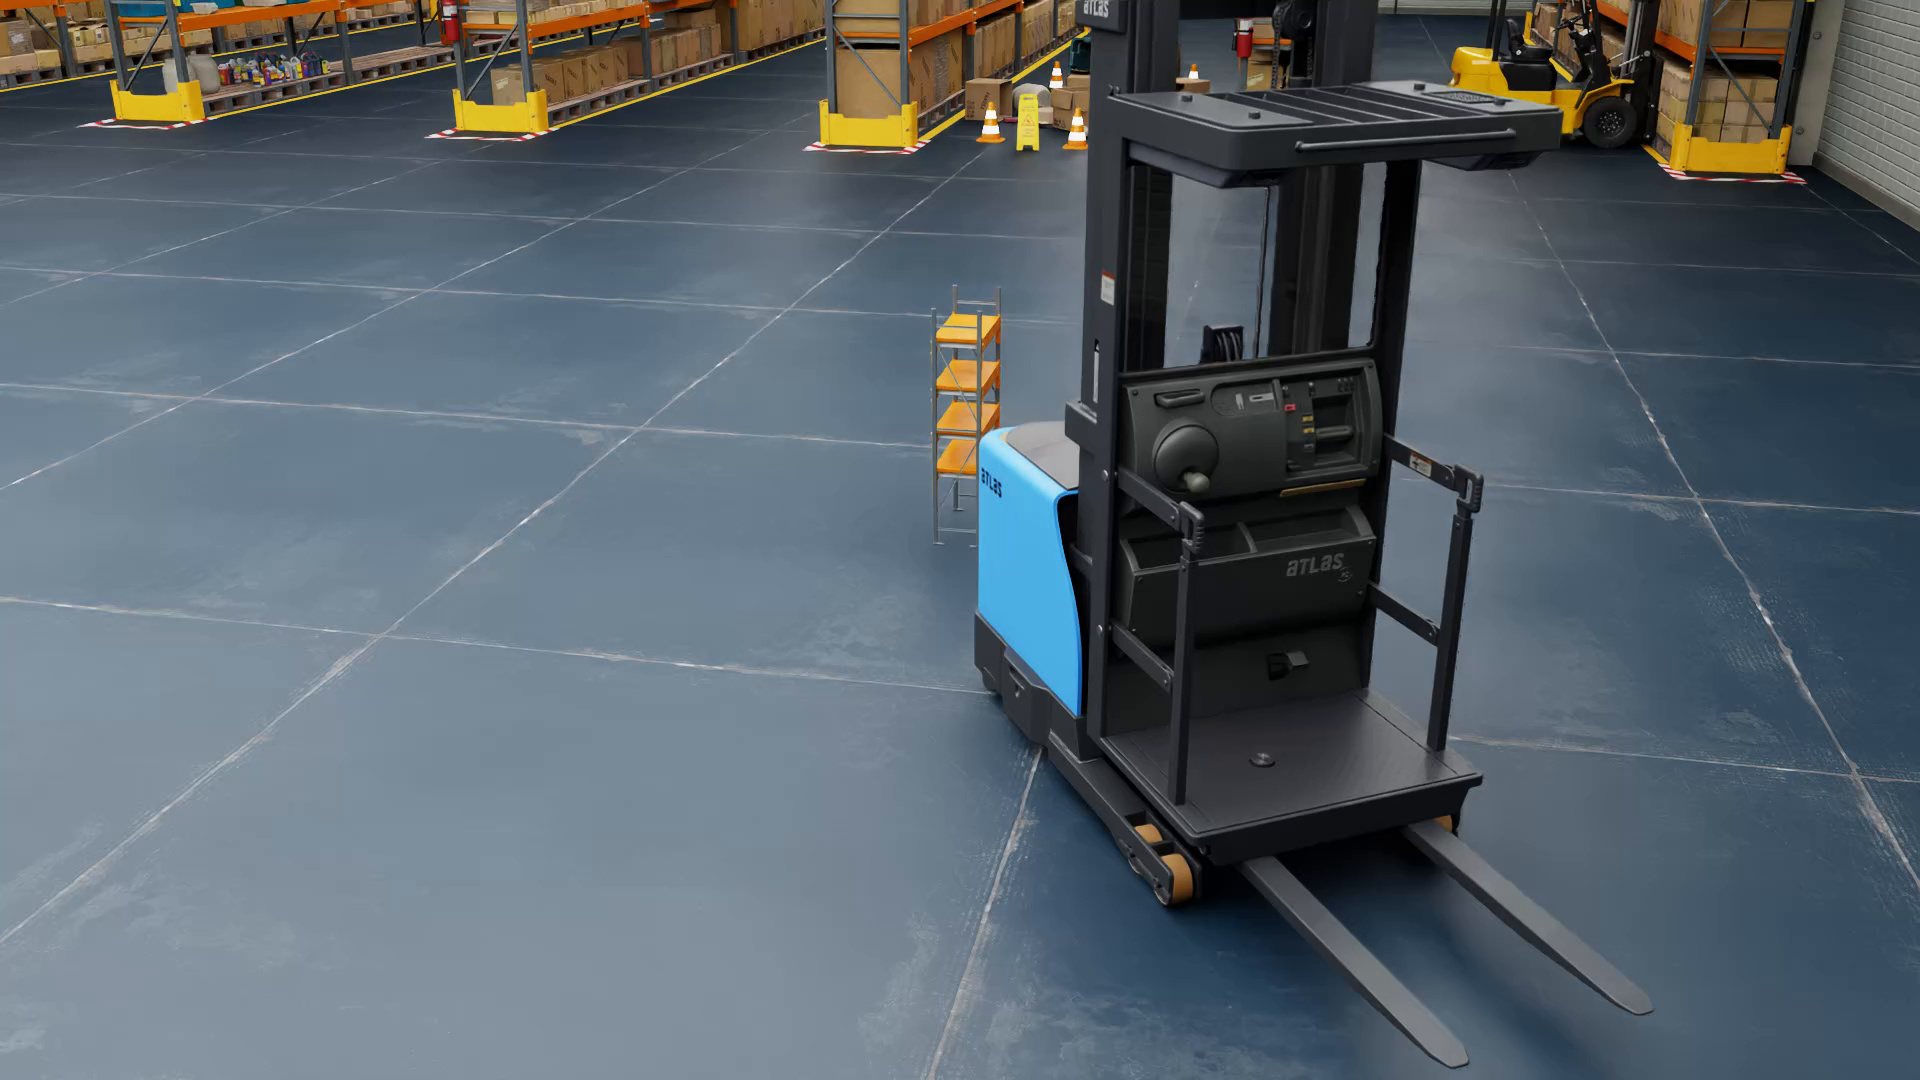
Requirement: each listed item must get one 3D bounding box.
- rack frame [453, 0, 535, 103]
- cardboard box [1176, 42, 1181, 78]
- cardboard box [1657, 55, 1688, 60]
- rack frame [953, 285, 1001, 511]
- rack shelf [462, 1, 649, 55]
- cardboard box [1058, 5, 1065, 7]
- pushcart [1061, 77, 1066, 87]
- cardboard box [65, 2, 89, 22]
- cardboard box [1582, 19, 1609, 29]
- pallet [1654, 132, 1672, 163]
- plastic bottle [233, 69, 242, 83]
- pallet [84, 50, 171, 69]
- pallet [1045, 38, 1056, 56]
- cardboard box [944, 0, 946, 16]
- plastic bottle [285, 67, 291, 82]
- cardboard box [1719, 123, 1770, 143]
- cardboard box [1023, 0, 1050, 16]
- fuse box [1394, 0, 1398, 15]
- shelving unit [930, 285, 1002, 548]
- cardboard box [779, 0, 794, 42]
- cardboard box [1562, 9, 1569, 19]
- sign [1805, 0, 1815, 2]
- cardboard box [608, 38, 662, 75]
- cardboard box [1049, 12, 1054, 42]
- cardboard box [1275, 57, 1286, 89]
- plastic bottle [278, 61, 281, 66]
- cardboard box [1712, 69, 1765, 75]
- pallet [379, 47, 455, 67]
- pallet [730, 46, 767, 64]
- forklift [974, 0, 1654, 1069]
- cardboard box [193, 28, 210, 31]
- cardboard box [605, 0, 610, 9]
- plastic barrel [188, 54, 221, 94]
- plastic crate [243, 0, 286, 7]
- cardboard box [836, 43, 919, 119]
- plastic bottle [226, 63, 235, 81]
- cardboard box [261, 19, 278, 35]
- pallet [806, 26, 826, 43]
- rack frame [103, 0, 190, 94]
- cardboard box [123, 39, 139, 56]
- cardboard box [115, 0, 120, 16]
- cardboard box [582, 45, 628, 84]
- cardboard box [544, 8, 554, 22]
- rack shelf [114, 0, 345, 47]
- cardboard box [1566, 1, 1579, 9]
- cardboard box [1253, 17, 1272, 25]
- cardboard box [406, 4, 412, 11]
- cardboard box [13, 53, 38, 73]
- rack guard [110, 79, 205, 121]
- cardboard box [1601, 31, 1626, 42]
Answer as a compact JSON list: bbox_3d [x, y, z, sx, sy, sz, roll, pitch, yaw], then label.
[{"bbox_3d":[-5.949,-6.694,20.960,1.000,3.000,0.127,4,22,11],"label":"rack frame"},{"bbox_3d":[2.820,-6.718,23.351,0.500,0.500,0.500,4,22,11],"label":"cardboard box"},{"bbox_3d":[8.818,-5.886,20.732,0.500,0.250,0.500,5,23,13],"label":"cardboard box"},{"bbox_3d":[0.084,-0.706,8.501,0.240,1.200,0.015,4,22,11],"label":"rack frame"},{"bbox_3d":[-5.541,-7.092,22.910,1.077,0.370,4.000,4,22,11],"label":"rack shelf"},{"bbox_3d":[1.863,-10.409,32.640,0.380,0.149,0.250,4,22,9],"label":"cardboard box"},{"bbox_3d":[2.327,-6.341,23.592,1.648,0.377,0.936,-3,22,-8],"label":"pushcart"},{"bbox_3d":[-18.231,-10.840,33.570,0.750,0.750,0.750,5,23,13],"label":"cardboard box"},{"bbox_3d":[10.369,-8.403,27.118,0.380,0.149,0.250,4,22,10],"label":"cardboard box"},{"bbox_3d":[8.728,-4.551,19.371,1.003,0.211,1.213,4,22,11],"label":"pallet"},{"bbox_3d":[-10.620,-6.821,24.432,0.097,0.201,0.097,0,22,0],"label":"plastic bottle"},{"bbox_3d":[-14.471,-8.340,28.779,1.003,0.211,1.213,4,22,11],"label":"pallet"},{"bbox_3d":[1.177,-9.089,30.640,1.003,0.211,1.213,4,22,11],"label":"pallet"},{"bbox_3d":[-0.677,-7.284,22.224,0.875,0.550,0.550,4,22,11],"label":"cardboard box"},{"bbox_3d":[-9.970,-6.890,24.604,0.097,0.201,0.097,0,22,0],"label":"plastic bottle"},{"bbox_3d":[8.904,-4.646,18.992,0.500,0.250,0.500,5,22,11],"label":"cardboard box"},{"bbox_3d":[1.312,-9.572,29.886,0.500,0.250,0.500,6,23,13],"label":"cardboard box"},{"bbox_3d":[10.172,-13.043,38.449,0.539,1.711,0.414,4,22,11],"label":"fuse box"},{"bbox_3d":[0.034,-0.617,8.280,0.258,1.200,0.503,4,22,11],"label":"shelving unit"},{"bbox_3d":[-3.793,-9.730,30.779,1.225,0.875,0.875,4,22,9],"label":"cardboard box"},{"bbox_3d":[10.728,-9.176,29.037,0.380,0.149,0.250,6,23,13],"label":"cardboard box"},{"bbox_3d":[9.155,-5.955,17.861,0.100,0.325,0.005,4,22,11],"label":"sign"},{"bbox_3d":[-4.986,-7.424,25.530,0.700,0.500,0.500,3,22,7],"label":"cardboard box"},{"bbox_3d":[1.430,-9.413,30.495,0.500,0.500,0.500,4,22,10],"label":"cardboard box"},{"bbox_3d":[3.764,-5.710,20.631,0.500,0.500,0.500,5,23,13],"label":"cardboard box"},{"bbox_3d":[-10.077,-6.982,24.721,0.061,0.283,0.133,4,22,11],"label":"plastic bottle"},{"bbox_3d":[8.994,-5.289,19.251,0.500,0.250,0.500,4,22,11],"label":"cardboard box"},{"bbox_3d":[-9.361,-8.424,28.987,1.003,0.211,1.213,4,22,11],"label":"pallet"},{"bbox_3d":[-4.082,-8.609,29.447,1.003,0.211,1.213,4,22,11],"label":"pallet"},{"bbox_3d":[1.057,-0.348,5.295,1.130,2.935,3.031,-8,23,-19],"label":"forklift"},{"bbox_3d":[-13.879,-9.346,29.911,0.500,0.311,0.500,5,22,12],"label":"cardboard box"},{"bbox_3d":[-5.181,-7.581,23.497,0.380,0.149,0.250,4,22,11],"label":"cardboard box"},{"bbox_3d":[-10.636,-6.542,23.351,0.421,0.512,0.421,0,22,0],"label":"plastic barrel"},{"bbox_3d":[-10.065,-7.799,24.056,0.530,0.136,0.437,4,22,11],"label":"plastic crate"},{"bbox_3d":[-1.040,-5.741,20.876,0.875,0.875,0.875,5,22,11],"label":"cardboard box"},{"bbox_3d":[-10.745,-6.858,24.424,0.152,0.276,0.135,4,22,9],"label":"plastic bottle"},{"bbox_3d":[-13.432,-9.941,31.778,0.500,0.500,0.500,4,22,10],"label":"cardboard box"},{"bbox_3d":[-3.268,-10.061,33.053,1.003,0.211,1.213,4,22,11],"label":"pallet"},{"bbox_3d":[-10.798,-7.072,21.897,1.000,3.000,0.127,4,22,11],"label":"rack frame"},{"bbox_3d":[-14.296,-8.338,28.160,0.500,0.250,0.500,4,22,9],"label":"cardboard box"},{"bbox_3d":[-17.795,-11.517,35.718,0.700,0.500,0.500,5,22,12],"label":"cardboard box"},{"bbox_3d":[-5.253,-7.049,24.625,0.500,0.500,0.500,4,22,9],"label":"cardboard box"},{"bbox_3d":[-5.522,-6.844,21.668,0.380,0.149,0.250,4,22,11],"label":"cardboard box"},{"bbox_3d":[-10.390,-7.469,23.848,1.077,0.370,4.000,4,22,11],"label":"rack shelf"},{"bbox_3d":[10.787,-9.309,28.970,0.380,0.149,0.250,4,22,10],"label":"cardboard box"},{"bbox_3d":[3.594,-6.343,19.555,0.500,0.500,0.500,4,22,10],"label":"cardboard box"},{"bbox_3d":[-12.422,-11.833,36.923,0.380,0.166,0.250,4,22,11],"label":"cardboard box"},{"bbox_3d":[-14.822,-7.465,25.991,0.500,0.250,0.500,4,22,11],"label":"cardboard box"},{"bbox_3d":[-10.828,-5.944,22.442,1.175,0.500,0.348,4,22,11],"label":"rack guard"},{"bbox_3d":[10.104,-7.354,25.214,0.875,0.625,0.625,5,23,13],"label":"cardboard box"}]
